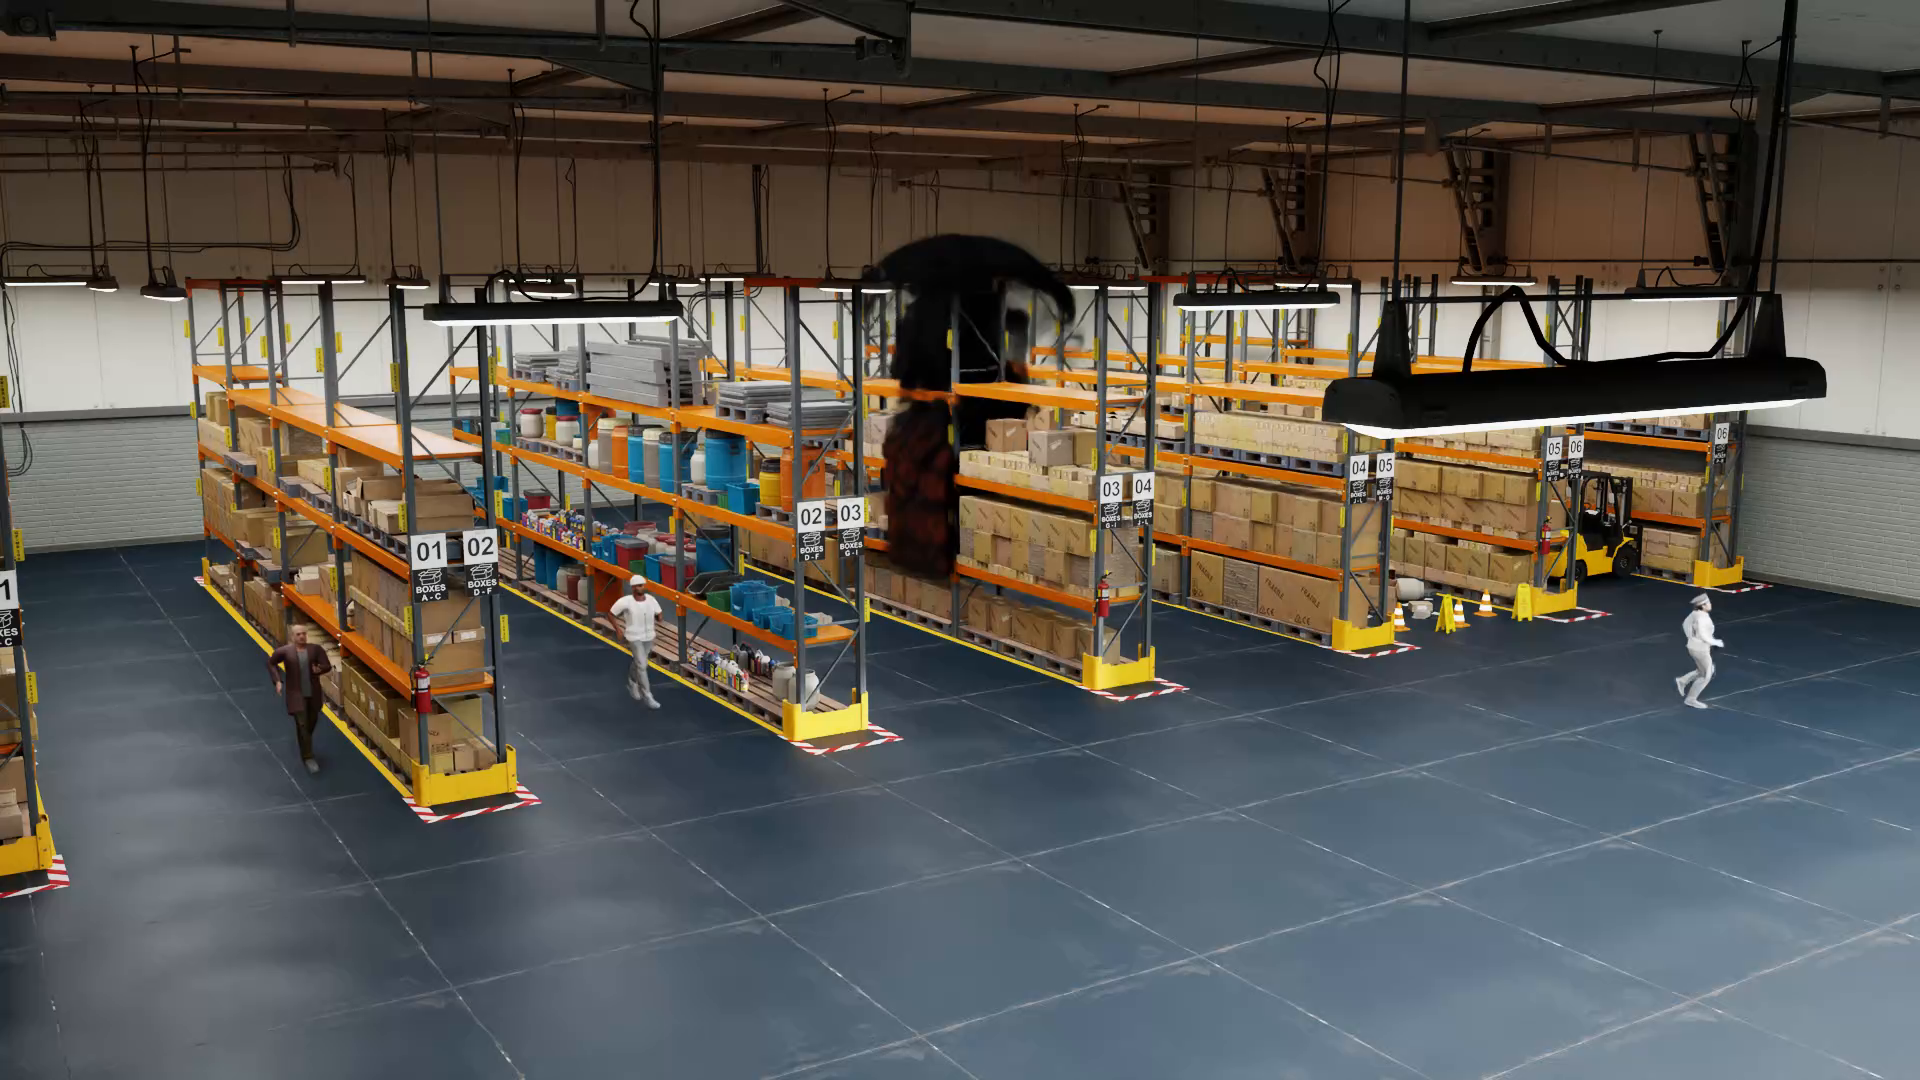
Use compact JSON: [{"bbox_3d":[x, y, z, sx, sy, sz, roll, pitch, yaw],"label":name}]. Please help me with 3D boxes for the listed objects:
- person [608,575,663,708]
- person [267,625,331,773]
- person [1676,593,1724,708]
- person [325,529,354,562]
[{"bbox_3d":[-4.350,1.370,22.710,0.917,1.801,0.698,9,13,44],"label":"person"},{"bbox_3d":[-8.266,1.943,20.933,0.695,1.780,1.046,-8,12,-39],"label":"person"},{"bbox_3d":[10.580,1.567,23.730,0.537,1.665,0.658,2,10,10],"label":"person"},{"bbox_3d":[-12.402,0.011,33.307,0.570,1.554,0.486,-9,13,-43],"label":"person"}]
